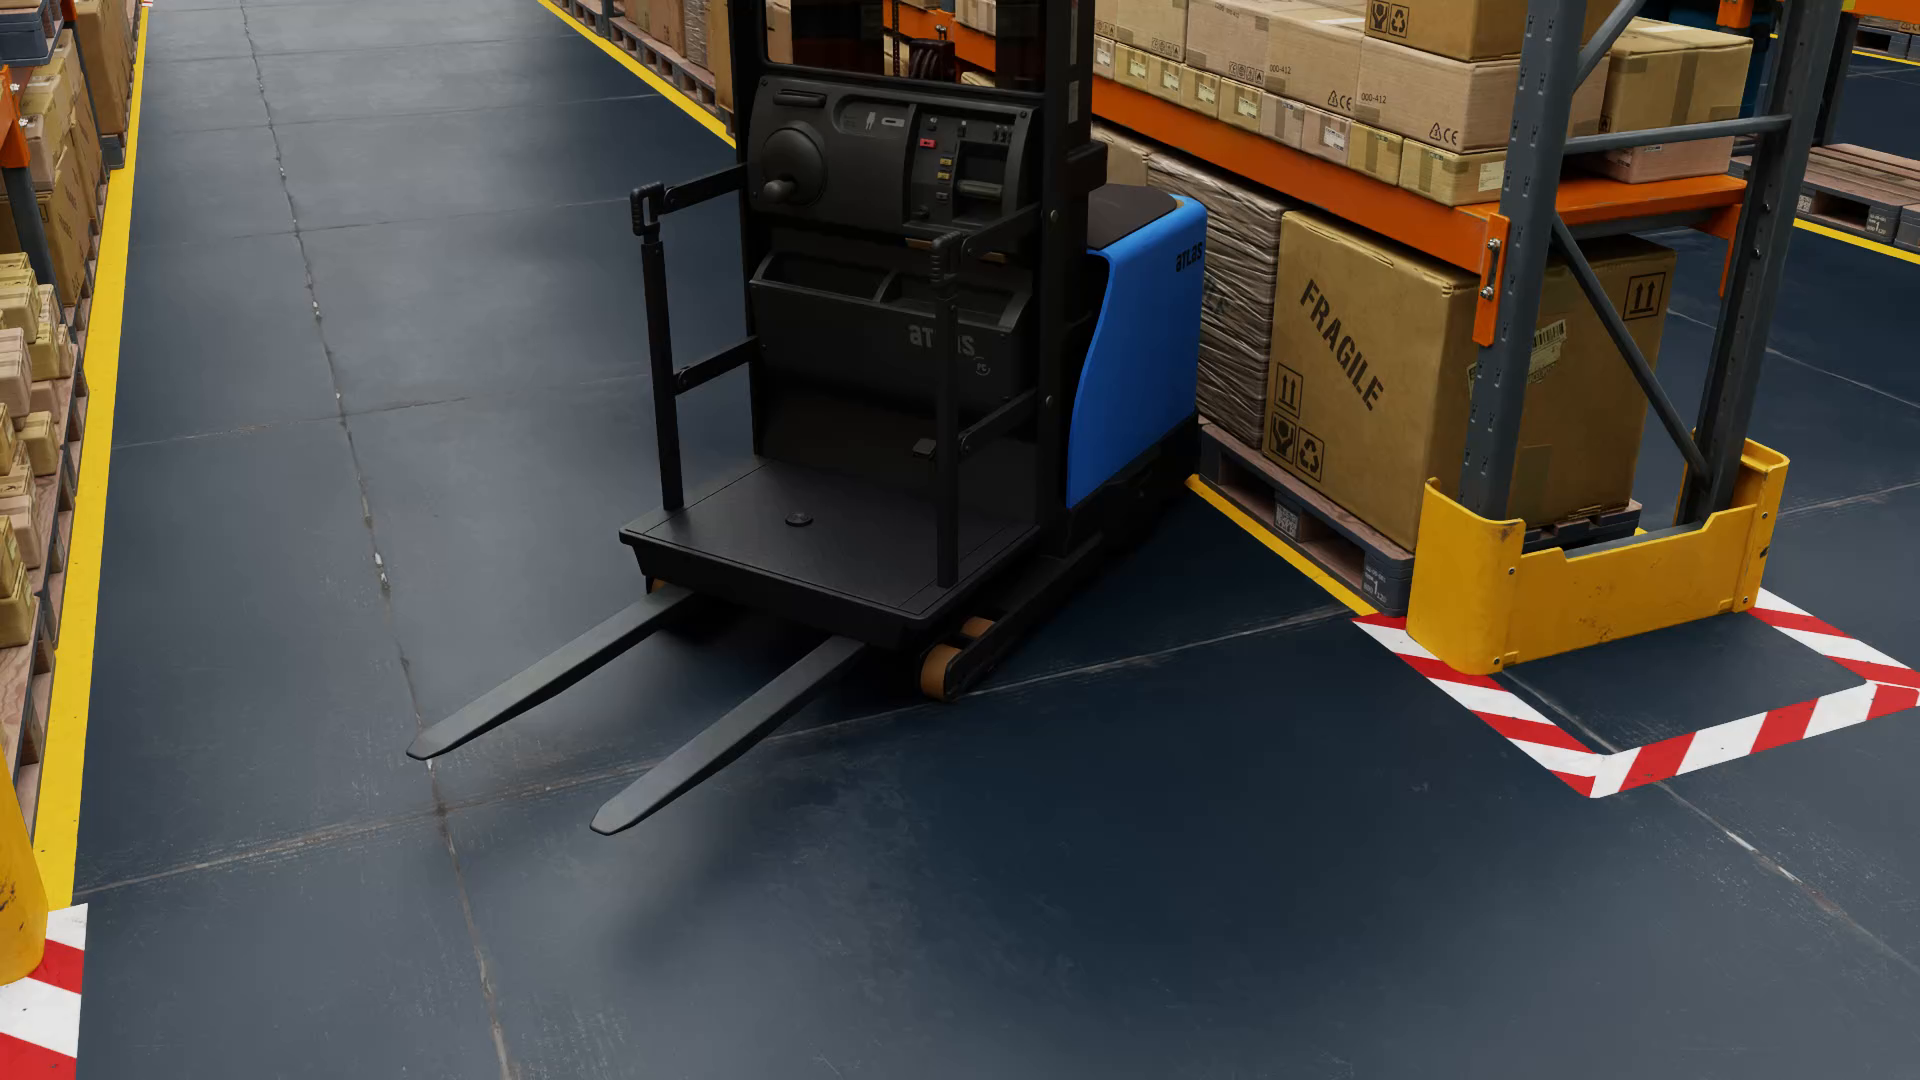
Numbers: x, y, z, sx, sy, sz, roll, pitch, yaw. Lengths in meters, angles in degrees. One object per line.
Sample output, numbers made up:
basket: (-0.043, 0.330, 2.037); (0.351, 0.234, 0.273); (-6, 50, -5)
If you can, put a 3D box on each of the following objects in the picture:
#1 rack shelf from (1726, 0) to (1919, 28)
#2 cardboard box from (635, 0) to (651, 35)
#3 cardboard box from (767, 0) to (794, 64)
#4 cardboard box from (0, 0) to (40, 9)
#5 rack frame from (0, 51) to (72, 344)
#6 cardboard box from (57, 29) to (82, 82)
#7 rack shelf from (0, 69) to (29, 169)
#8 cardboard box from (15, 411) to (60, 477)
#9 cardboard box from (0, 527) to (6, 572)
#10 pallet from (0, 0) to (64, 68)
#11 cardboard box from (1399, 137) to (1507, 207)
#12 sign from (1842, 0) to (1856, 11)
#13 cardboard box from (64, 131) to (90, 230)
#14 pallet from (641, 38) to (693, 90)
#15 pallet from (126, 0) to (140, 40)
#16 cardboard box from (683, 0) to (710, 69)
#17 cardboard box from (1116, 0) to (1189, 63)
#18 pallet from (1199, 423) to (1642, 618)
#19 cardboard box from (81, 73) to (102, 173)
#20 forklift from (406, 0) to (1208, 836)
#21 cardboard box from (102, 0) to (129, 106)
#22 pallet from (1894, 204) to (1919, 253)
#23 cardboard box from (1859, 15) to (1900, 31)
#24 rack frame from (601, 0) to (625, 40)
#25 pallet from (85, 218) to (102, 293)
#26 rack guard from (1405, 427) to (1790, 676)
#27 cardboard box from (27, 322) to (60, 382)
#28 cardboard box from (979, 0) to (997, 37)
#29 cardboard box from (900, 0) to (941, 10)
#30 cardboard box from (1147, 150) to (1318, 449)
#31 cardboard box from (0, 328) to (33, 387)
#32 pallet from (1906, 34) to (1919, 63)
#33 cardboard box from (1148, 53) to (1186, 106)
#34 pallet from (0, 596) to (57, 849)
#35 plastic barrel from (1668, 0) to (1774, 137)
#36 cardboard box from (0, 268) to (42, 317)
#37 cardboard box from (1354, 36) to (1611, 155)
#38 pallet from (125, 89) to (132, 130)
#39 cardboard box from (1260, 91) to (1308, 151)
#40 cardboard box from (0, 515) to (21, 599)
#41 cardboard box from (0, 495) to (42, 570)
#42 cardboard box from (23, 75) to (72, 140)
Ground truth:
rack shelf: (5.733, -2.451, 8.171); (1.077, 0.370, 4.000); (-11, 28, -21)
cardboard box: (-2.350, -4.588, 14.075); (0.700, 0.500, 0.500); (-11, 28, -21)
cardboard box: (-0.580, -2.936, 10.288); (1.225, 0.875, 0.875); (-10, 28, -20)
cardboard box: (-3.942, -2.233, 6.713); (0.380, 0.149, 0.250); (-12, 28, -23)
rack frame: (-4.210, -1.919, 6.262); (1.000, 3.000, 0.127); (-11, 28, -21)
cardboard box: (-5.268, -2.706, 9.388); (0.500, 0.250, 0.500); (-11, 28, -22)
rack shelf: (-3.427, -0.789, 4.767); (1.077, 0.370, 4.000); (-11, 28, -21)
cardboard box: (-3.338, -0.309, 5.736); (0.380, 0.149, 0.250); (-11, 28, -21)
cardboard box: (-2.736, 0.036, 4.350); (0.380, 0.149, 0.250); (-11, 28, -21)
pallet: (-4.376, -2.167, 6.988); (1.003, 0.211, 1.213); (-11, 28, -21)
cardboard box: (1.517, -1.090, 4.851); (0.380, 0.149, 0.250); (-10, 28, -20)
sign: (2.472, -1.634, 4.600); (0.100, 0.325, 0.005); (-11, 28, -21)
cardboard box: (-4.682, -1.751, 8.288); (0.500, 0.500, 0.500); (-10, 28, -20)
pallet: (-1.952, -3.900, 13.497); (1.003, 0.211, 1.213); (-11, 28, -21)
pallet: (-8.051, -4.710, 15.155); (1.003, 0.211, 1.213); (-11, 28, -21)
cardboard box: (-1.683, -3.909, 12.685); (0.700, 0.500, 0.500); (-13, 29, -25)
cardboard box: (0.920, -1.952, 6.161); (0.500, 0.250, 0.500); (-11, 28, -21)
pallet: (1.574, -0.172, 5.862); (1.003, 0.211, 1.213); (-11, 28, -21)
cardboard box: (-5.279, -2.379, 9.574); (0.500, 0.500, 0.500); (-11, 28, -21)
forklift: (-0.324, -1.080, 4.621); (1.130, 2.935, 3.031); (15, 30, 27)
cardboard box: (-6.278, -3.326, 11.228); (1.050, 0.750, 0.750); (-10, 28, -20)
pallet: (5.756, -1.545, 8.675); (1.003, 0.211, 1.213); (-11, 28, -21)
cardboard box: (8.068, -4.677, 14.259); (0.500, 0.500, 0.500); (-12, 28, -22)
rack frame: (-2.740, -5.960, 14.539); (1.000, 3.000, 0.127); (-11, 28, -21)
pallet: (-4.998, -1.474, 8.528); (1.003, 0.211, 1.213); (-11, 28, -21)
rack guard: (1.969, 0.017, 5.146); (1.175, 0.500, 0.348); (-11, 28, -21)
cardboard box: (-3.556, -0.676, 6.147); (0.380, 0.149, 0.250); (-12, 28, -22)
cardboard box: (0.306, -2.335, 7.401); (0.380, 0.149, 0.250); (-12, 28, -22)
cardboard box: (-0.042, -2.918, 8.193); (0.500, 0.500, 0.500); (-10, 28, -20)
cardboard box: (1.279, -0.962, 6.244); (0.875, 0.875, 0.875); (-11, 28, -21)
cardboard box: (-3.370, -0.588, 5.629); (0.380, 0.149, 0.250); (-12, 28, -23)
pallet: (8.674, -3.993, 13.689); (1.003, 0.211, 1.213); (-11, 28, -21)
cardboard box: (0.919, -1.707, 6.115); (0.380, 0.149, 0.250); (-10, 28, -20)
pallet: (-2.959, 0.584, 4.314); (1.003, 0.211, 1.213); (-11, 28, -21)
plastic barrel: (4.753, -3.050, 10.491); (0.600, 0.901, 0.708); (-11, 28, -21)
cardboard box: (-3.695, -0.899, 6.265); (0.380, 0.149, 0.250); (-10, 28, -20)
cardboard box: (1.525, -1.332, 4.892); (0.500, 0.250, 0.500); (-11, 28, -21)
pallet: (-6.490, -3.104, 11.867); (1.003, 0.211, 1.213); (-11, 28, -21)
cardboard box: (1.219, -1.398, 5.481); (0.380, 0.149, 0.250); (-10, 28, -20)
cardboard box: (-2.846, 0.072, 4.615); (0.380, 0.149, 0.250); (-10, 28, -19)
cardboard box: (-3.040, 0.006, 5.089); (0.380, 0.149, 0.250); (-12, 28, -23)
cardboard box: (-4.663, -2.087, 8.121); (0.500, 0.250, 0.500); (-9, 28, -19)
